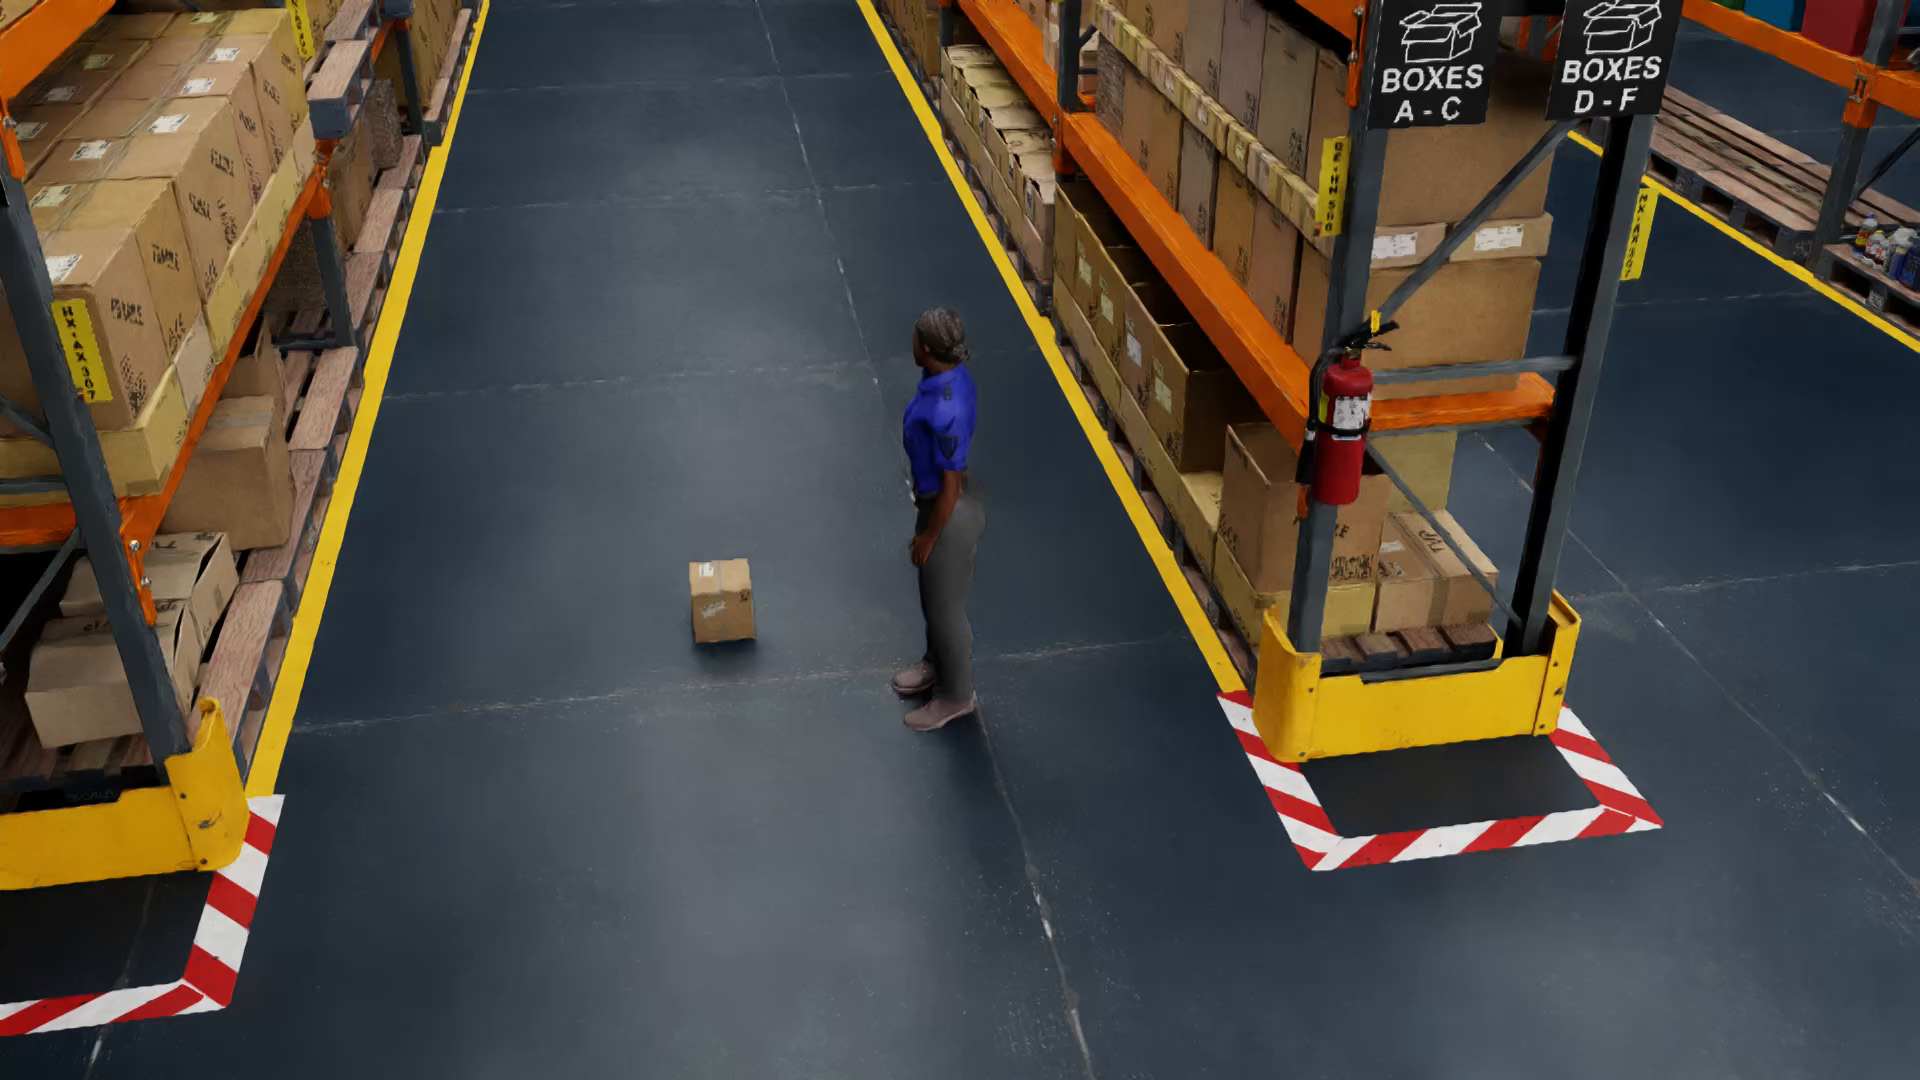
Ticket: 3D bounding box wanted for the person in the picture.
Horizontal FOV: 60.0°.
[{"bbox_3d":[-0.087,-0.073,6.270,0.375,1.679,0.500,1,31,1],"label":"person"}]
